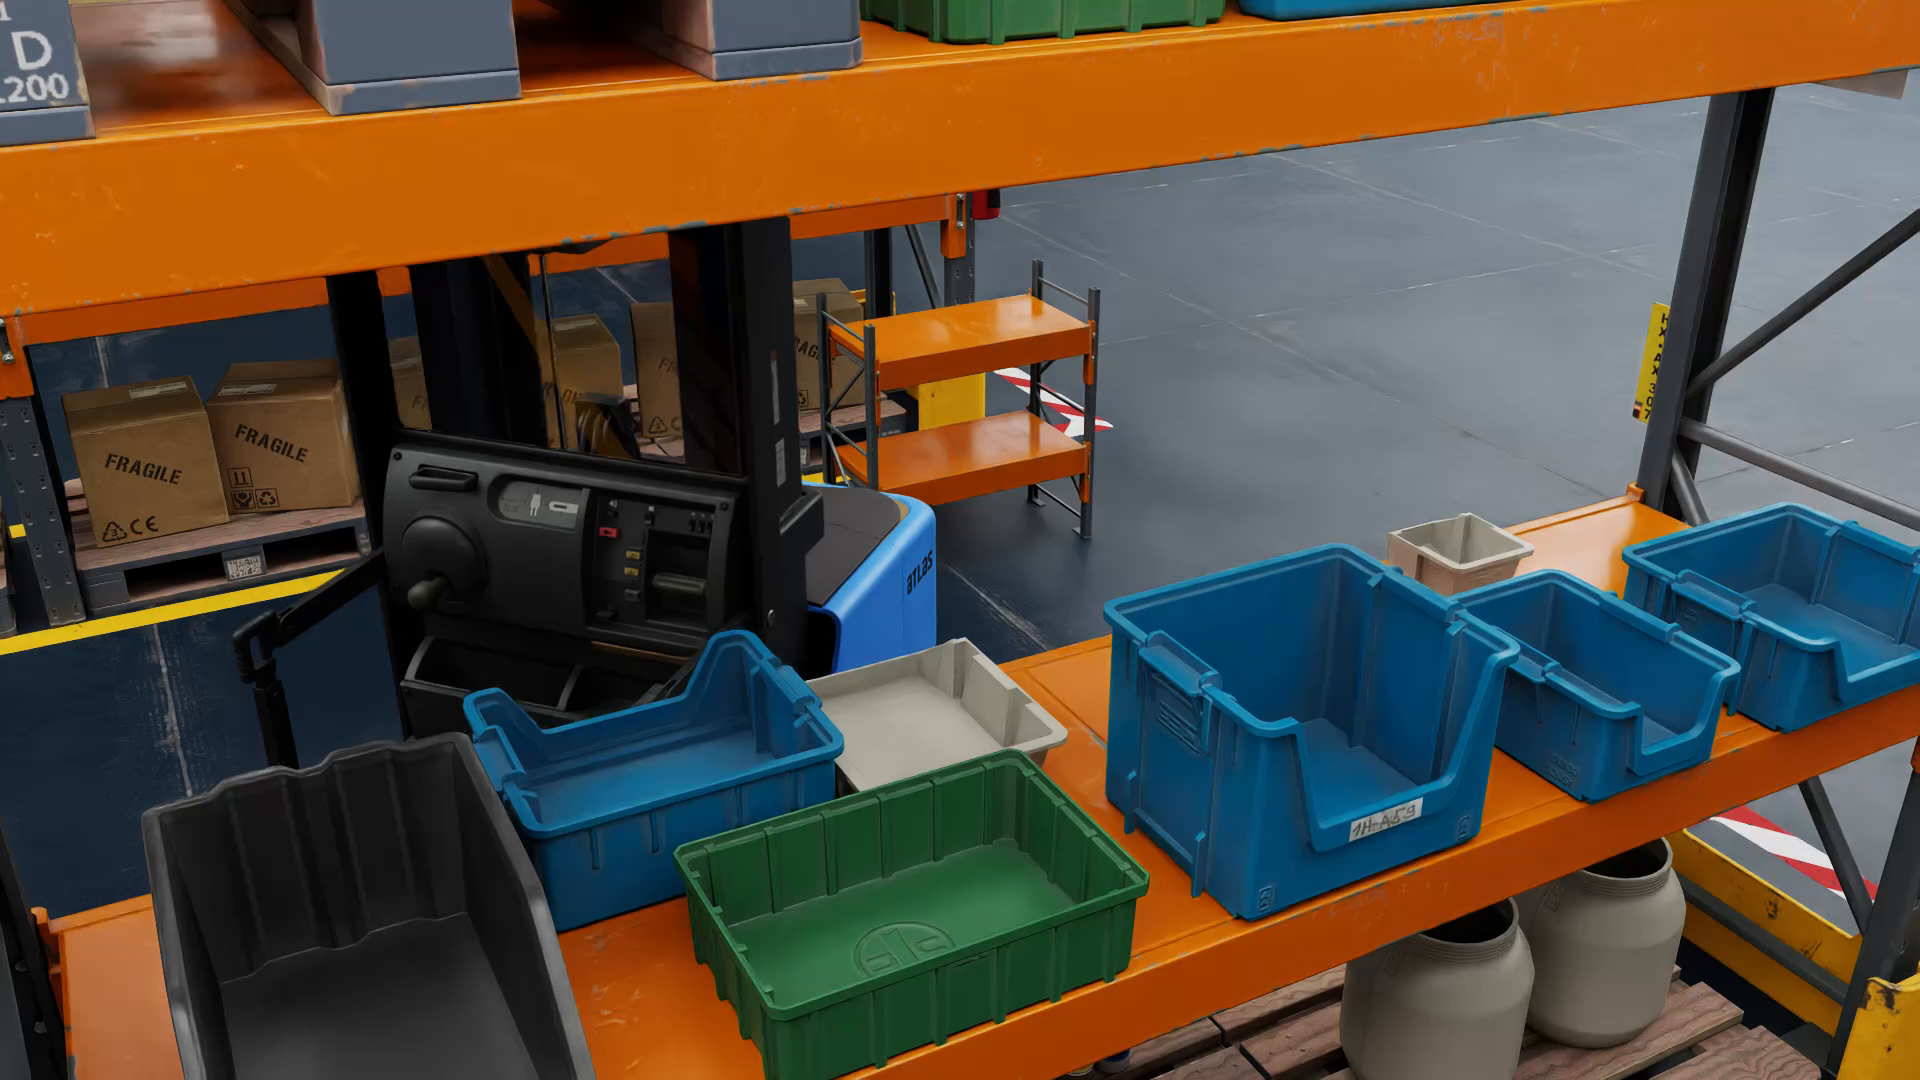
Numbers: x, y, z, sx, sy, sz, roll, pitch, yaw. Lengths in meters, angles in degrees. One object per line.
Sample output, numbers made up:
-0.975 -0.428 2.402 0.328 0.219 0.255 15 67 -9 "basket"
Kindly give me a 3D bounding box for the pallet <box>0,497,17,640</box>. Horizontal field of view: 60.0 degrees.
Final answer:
-4.430 0.210 6.568 1.213 0.211 1.003 -13 29 -25 "pallet"

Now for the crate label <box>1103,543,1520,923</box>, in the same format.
0.619 0.333 3.049 0.616 0.435 0.502 -13 29 -25 "crate label"

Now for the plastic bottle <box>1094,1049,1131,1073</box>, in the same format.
0.370 1.153 4.027 0.097 0.271 0.097 0 26 0 "plastic bottle"

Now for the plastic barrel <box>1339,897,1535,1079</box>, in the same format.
1.129 1.069 3.948 0.421 0.512 0.421 0 26 0 "plastic barrel"

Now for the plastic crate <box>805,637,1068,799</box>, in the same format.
-0.100 0.377 3.303 0.437 0.136 0.530 -13 29 -25 "plastic crate"

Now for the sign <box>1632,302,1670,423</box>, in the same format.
1.861 -0.465 4.432 0.005 0.325 0.100 -13 29 -25 "sign"

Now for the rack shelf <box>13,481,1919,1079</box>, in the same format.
0.351 0.603 3.360 4.000 0.370 1.077 -13 29 -25 "rack shelf"

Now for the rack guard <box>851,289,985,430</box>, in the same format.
-0.282 -0.878 8.501 0.348 0.500 1.175 -13 29 -25 "rack guard"

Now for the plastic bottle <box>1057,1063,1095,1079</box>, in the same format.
0.278 1.206 3.998 0.097 0.201 0.097 0 26 0 "plastic bottle"

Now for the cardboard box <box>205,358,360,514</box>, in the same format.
-2.870 -0.454 7.133 0.500 0.500 0.500 -4 26 -9 "cardboard box"

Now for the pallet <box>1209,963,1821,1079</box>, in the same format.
1.352 1.325 4.246 1.213 0.211 1.003 -13 29 -25 "pallet"

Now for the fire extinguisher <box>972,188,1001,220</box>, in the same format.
0.103 -1.833 7.691 0.183 0.674 0.296 -13 29 -25 "fire extinguisher"

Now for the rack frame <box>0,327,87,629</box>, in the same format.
-3.744 -1.206 6.296 0.127 3.000 1.000 -13 29 -25 "rack frame"

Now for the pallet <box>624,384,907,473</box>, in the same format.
-1.015 -0.596 8.247 1.213 0.211 1.003 -13 29 -25 "pallet"

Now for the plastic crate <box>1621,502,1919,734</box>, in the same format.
1.815 0.154 3.635 0.616 0.251 0.499 -13 29 -25 "plastic crate"

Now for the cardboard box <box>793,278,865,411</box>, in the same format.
-0.773 -0.962 8.191 0.500 0.500 0.500 -8 27 -16 "cardboard box"

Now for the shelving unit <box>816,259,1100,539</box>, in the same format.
-0.006 -0.506 7.004 1.048 1.125 0.538 -13 29 -25 "shelving unit"

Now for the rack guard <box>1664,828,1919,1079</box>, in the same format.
2.071 1.031 4.524 0.348 0.500 1.175 -13 29 -25 "rack guard"

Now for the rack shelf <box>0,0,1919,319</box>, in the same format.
0.351 -0.749 2.711 4.000 0.370 1.077 -13 29 -25 "rack shelf"

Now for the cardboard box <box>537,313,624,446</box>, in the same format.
-1.846 -0.707 7.660 0.500 0.500 0.500 -10 27 -20 "cardboard box"

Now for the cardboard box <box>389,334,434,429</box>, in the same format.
-2.360 -0.610 7.459 0.500 0.500 0.500 -16 30 -30 "cardboard box"

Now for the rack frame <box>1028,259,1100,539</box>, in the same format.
0.443 -0.609 7.219 0.032 1.125 0.500 -13 29 -25 "rack frame"

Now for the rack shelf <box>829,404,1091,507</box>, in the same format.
-0.006 -0.285 7.109 1.000 0.278 0.538 -13 29 -25 "rack shelf"

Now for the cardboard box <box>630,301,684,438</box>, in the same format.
-1.285 -0.827 7.910 0.500 0.500 0.500 -6 26 -12 "cardboard box"

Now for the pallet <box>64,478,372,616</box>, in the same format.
-3.168 -0.099 7.212 1.213 0.211 1.003 -13 29 -25 "pallet"

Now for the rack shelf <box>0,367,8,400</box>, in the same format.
-5.509 -0.474 5.603 4.000 0.370 1.077 -13 29 -25 "rack shelf"

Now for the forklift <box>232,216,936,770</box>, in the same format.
-1.028 0.052 3.756 1.130 2.935 3.031 9 27 17 "forklift"

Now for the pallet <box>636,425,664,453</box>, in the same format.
-2.090 -0.349 7.733 1.213 0.211 1.003 -13 29 -25 "pallet"

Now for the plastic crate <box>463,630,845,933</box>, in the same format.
-0.565 0.424 3.074 0.616 0.251 0.499 -13 29 -25 "plastic crate"

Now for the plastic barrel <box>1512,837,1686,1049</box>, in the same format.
1.571 0.967 4.160 0.421 0.512 0.421 0 26 0 "plastic barrel"

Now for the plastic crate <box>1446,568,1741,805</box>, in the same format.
1.240 0.284 3.364 0.408 0.251 0.499 -13 29 -25 "plastic crate"

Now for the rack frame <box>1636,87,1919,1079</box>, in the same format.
2.116 -0.129 4.053 0.127 3.000 1.000 -13 29 -25 "rack frame"

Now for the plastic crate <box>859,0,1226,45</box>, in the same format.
0.107 -0.788 2.205 0.450 0.188 0.336 -13 29 -25 "plastic crate"

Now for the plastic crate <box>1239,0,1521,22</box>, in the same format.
0.575 -0.971 2.359 0.575 0.384 0.392 -13 29 -25 "plastic crate"

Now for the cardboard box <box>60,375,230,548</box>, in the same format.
-3.372 -0.334 6.884 0.500 0.500 0.500 -14 29 -27 "cardboard box"

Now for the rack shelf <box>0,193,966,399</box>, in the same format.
-1.979 -1.289 7.300 4.000 0.370 1.077 -13 29 -25 "rack shelf"

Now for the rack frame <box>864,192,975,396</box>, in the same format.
-0.215 -2.020 7.993 0.127 3.000 1.000 -13 29 -25 "rack frame"

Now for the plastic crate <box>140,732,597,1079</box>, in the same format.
-0.892 0.656 2.490 0.504 0.338 0.767 -13 29 -25 "plastic crate"

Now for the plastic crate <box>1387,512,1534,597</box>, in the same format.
1.175 0.049 3.986 0.250 0.136 0.298 -13 29 -25 "plastic crate"

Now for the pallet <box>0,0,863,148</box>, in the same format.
-0.823 -0.766 2.131 1.003 0.211 1.213 -13 29 -25 "pallet"

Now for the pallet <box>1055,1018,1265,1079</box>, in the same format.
0.277 1.572 3.732 1.213 0.211 1.003 -13 29 -25 "pallet"

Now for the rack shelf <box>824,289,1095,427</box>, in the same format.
-0.006 -0.770 6.877 1.000 0.278 0.538 -13 29 -25 "rack shelf"

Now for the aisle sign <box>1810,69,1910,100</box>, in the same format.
2.042 -1.427 3.754 0.004 0.787 0.394 -13 29 -25 "aisle sign"

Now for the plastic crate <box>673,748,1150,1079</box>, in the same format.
-0.083 0.613 2.753 0.662 0.188 0.450 -13 29 -25 "plastic crate"

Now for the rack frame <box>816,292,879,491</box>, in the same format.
-0.455 -0.402 6.788 0.032 1.125 0.500 -13 29 -25 "rack frame"

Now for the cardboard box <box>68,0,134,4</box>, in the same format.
-3.227 -1.830 5.982 0.500 0.500 0.500 -13 29 -25 "cardboard box"
